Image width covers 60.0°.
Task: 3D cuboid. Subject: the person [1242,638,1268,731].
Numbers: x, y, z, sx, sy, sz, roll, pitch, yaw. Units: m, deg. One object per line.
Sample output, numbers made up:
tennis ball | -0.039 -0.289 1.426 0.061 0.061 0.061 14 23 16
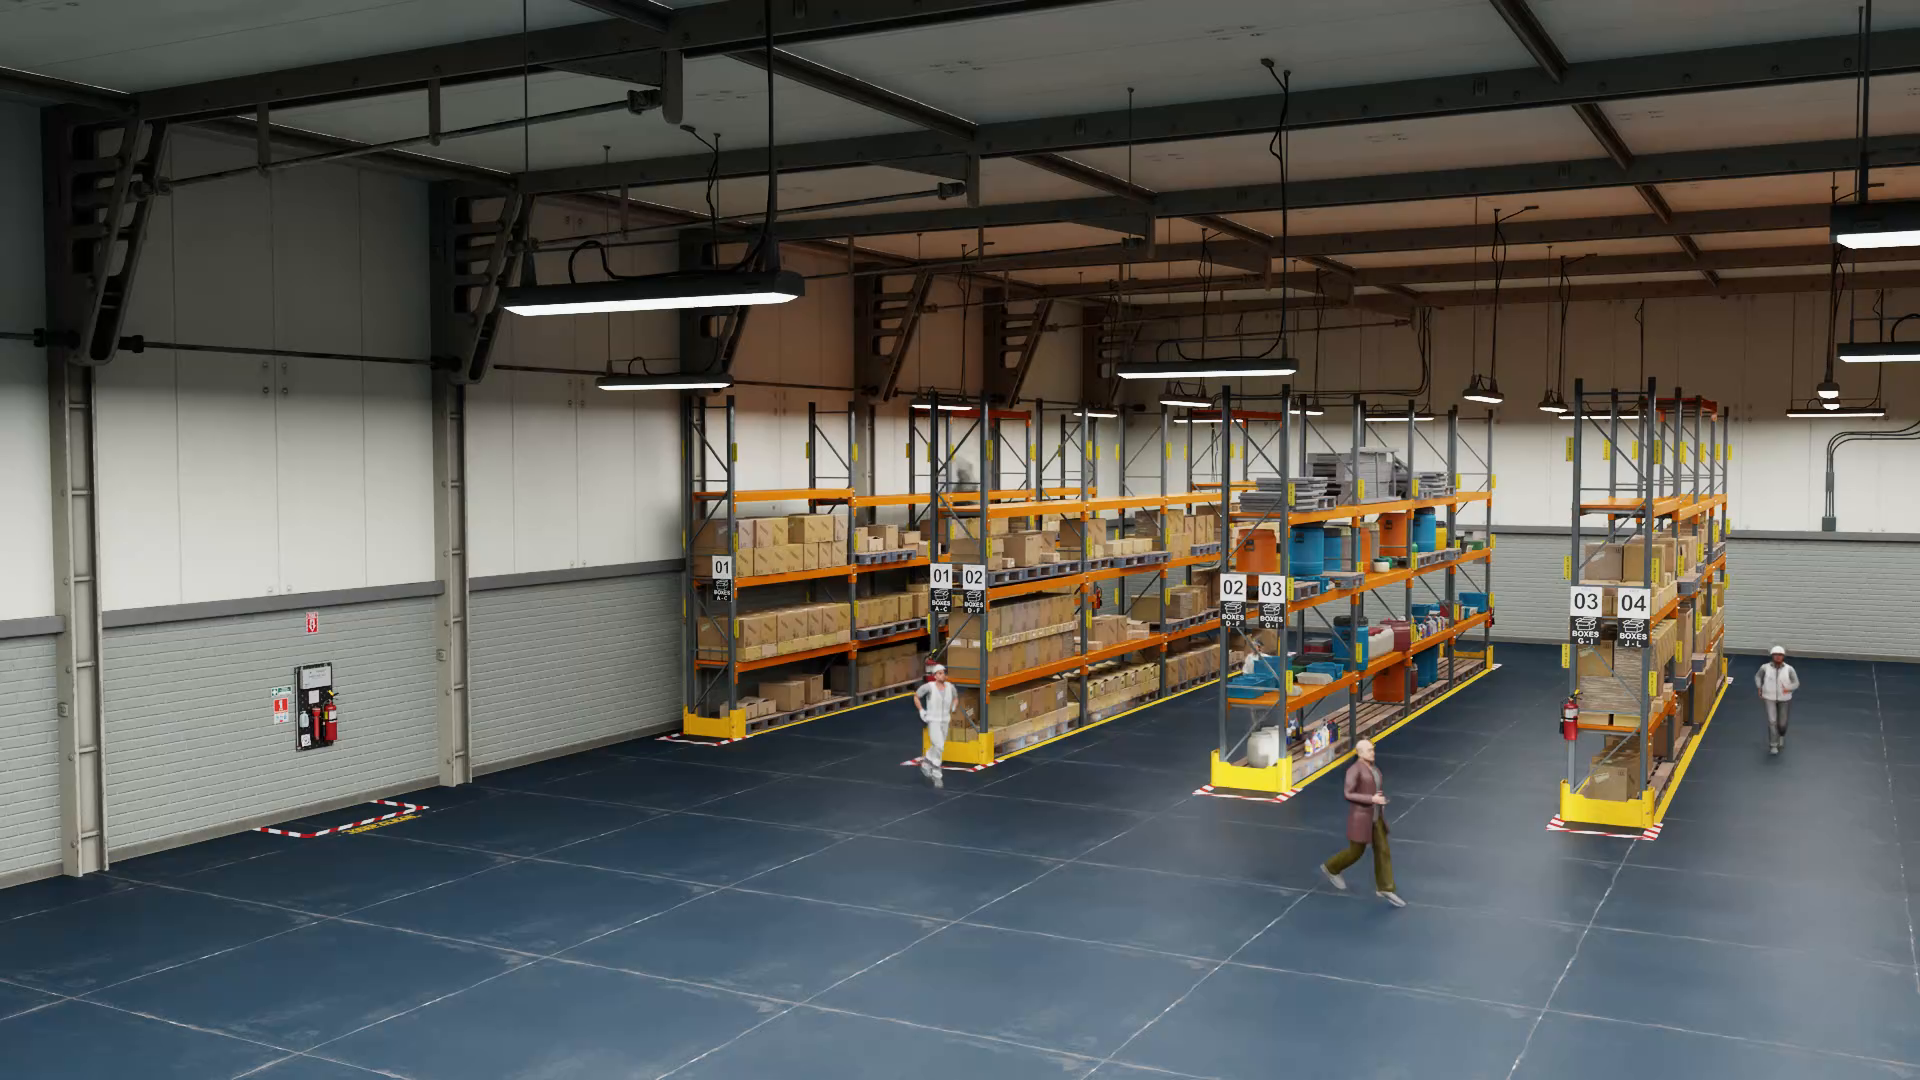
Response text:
person | 5.367 2.600 30.043 0.619 1.667 0.508 2 4 33

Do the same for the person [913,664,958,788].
person | -0.337 2.790 25.163 0.670 1.850 0.764 -2 4 -32

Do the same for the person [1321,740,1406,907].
person | 4.502 3.123 18.560 0.707 1.798 1.049 -3 4 -41

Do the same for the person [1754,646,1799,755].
person | 13.612 2.649 27.726 0.672 1.766 0.855 1 3 23
